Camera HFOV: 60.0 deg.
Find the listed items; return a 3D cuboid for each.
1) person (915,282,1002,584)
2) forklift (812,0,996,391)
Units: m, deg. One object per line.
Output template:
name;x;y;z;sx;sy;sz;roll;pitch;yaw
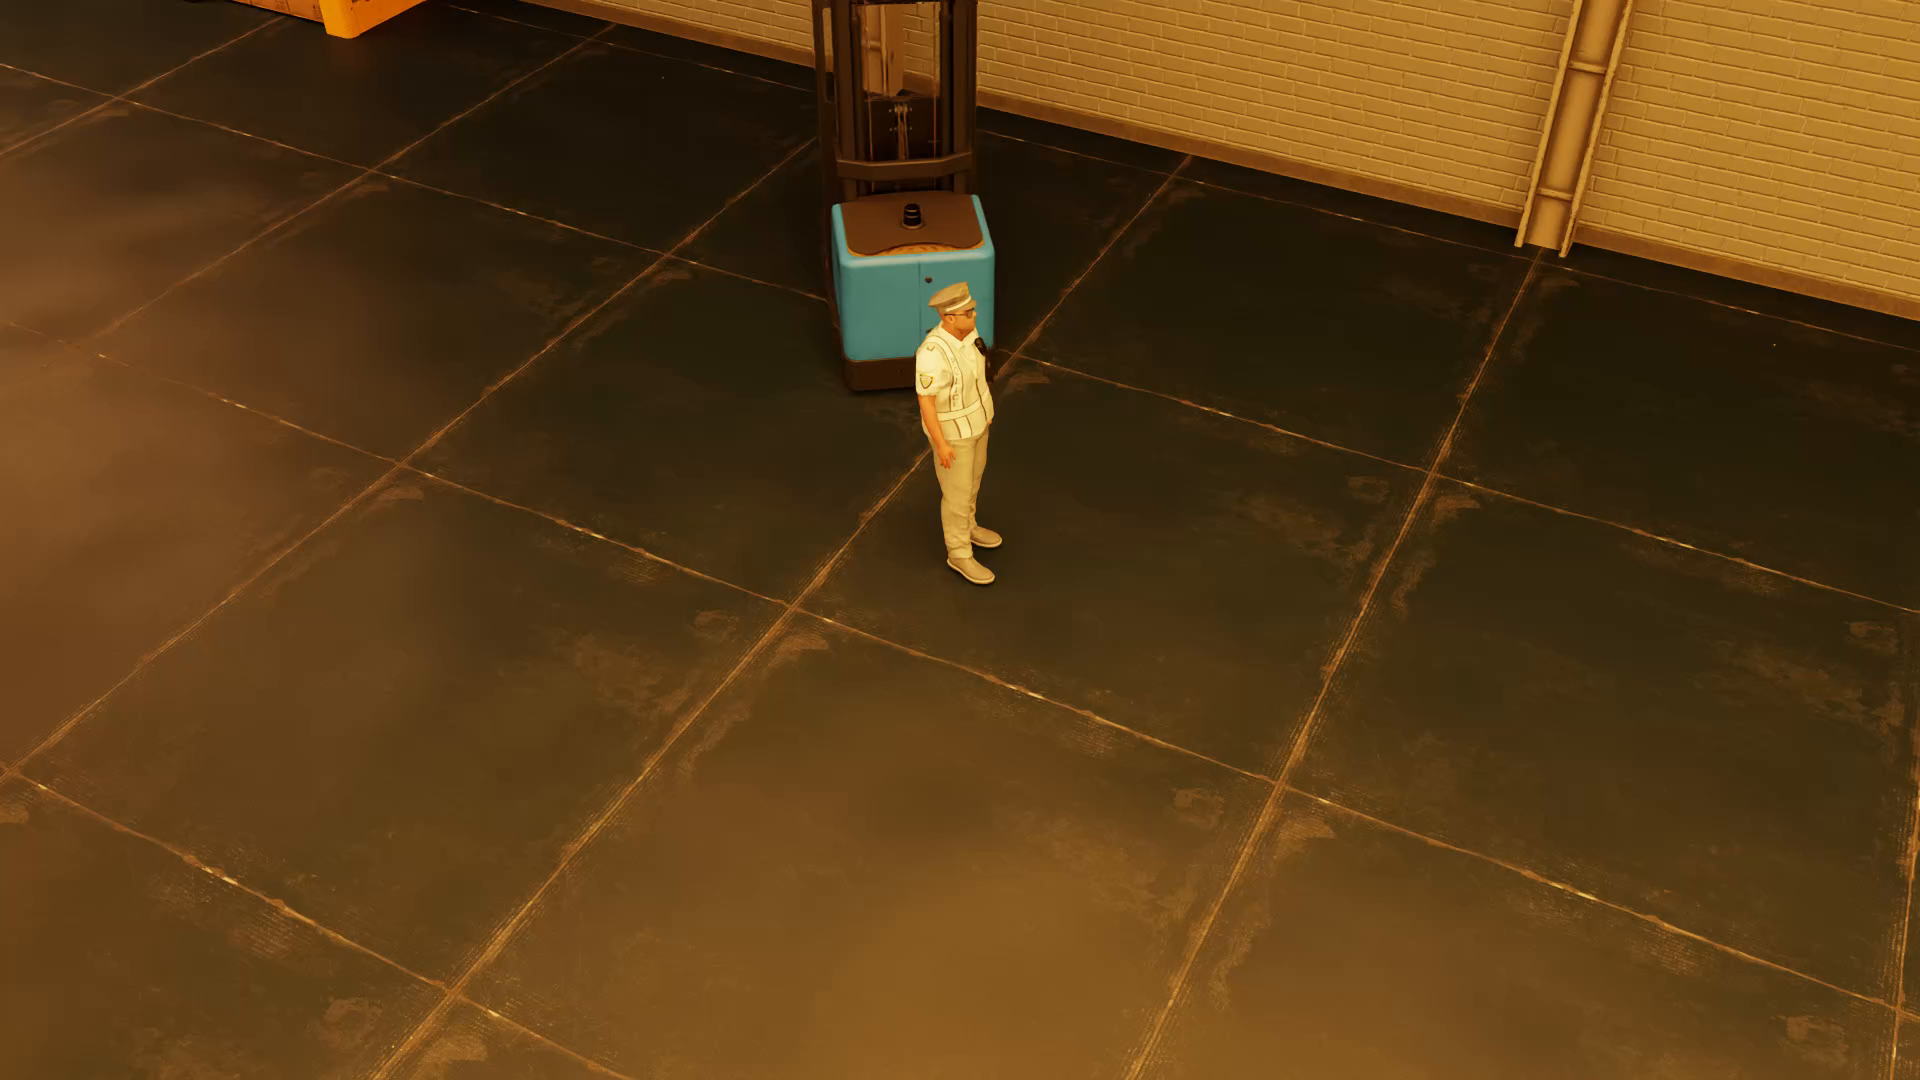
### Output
person;0.064;-0.658;9.647;0.574;1.781;0.641;18;43;21
forklift;-0.466;-3.088;11.653;1.130;2.935;3.031;-5;40;-6
